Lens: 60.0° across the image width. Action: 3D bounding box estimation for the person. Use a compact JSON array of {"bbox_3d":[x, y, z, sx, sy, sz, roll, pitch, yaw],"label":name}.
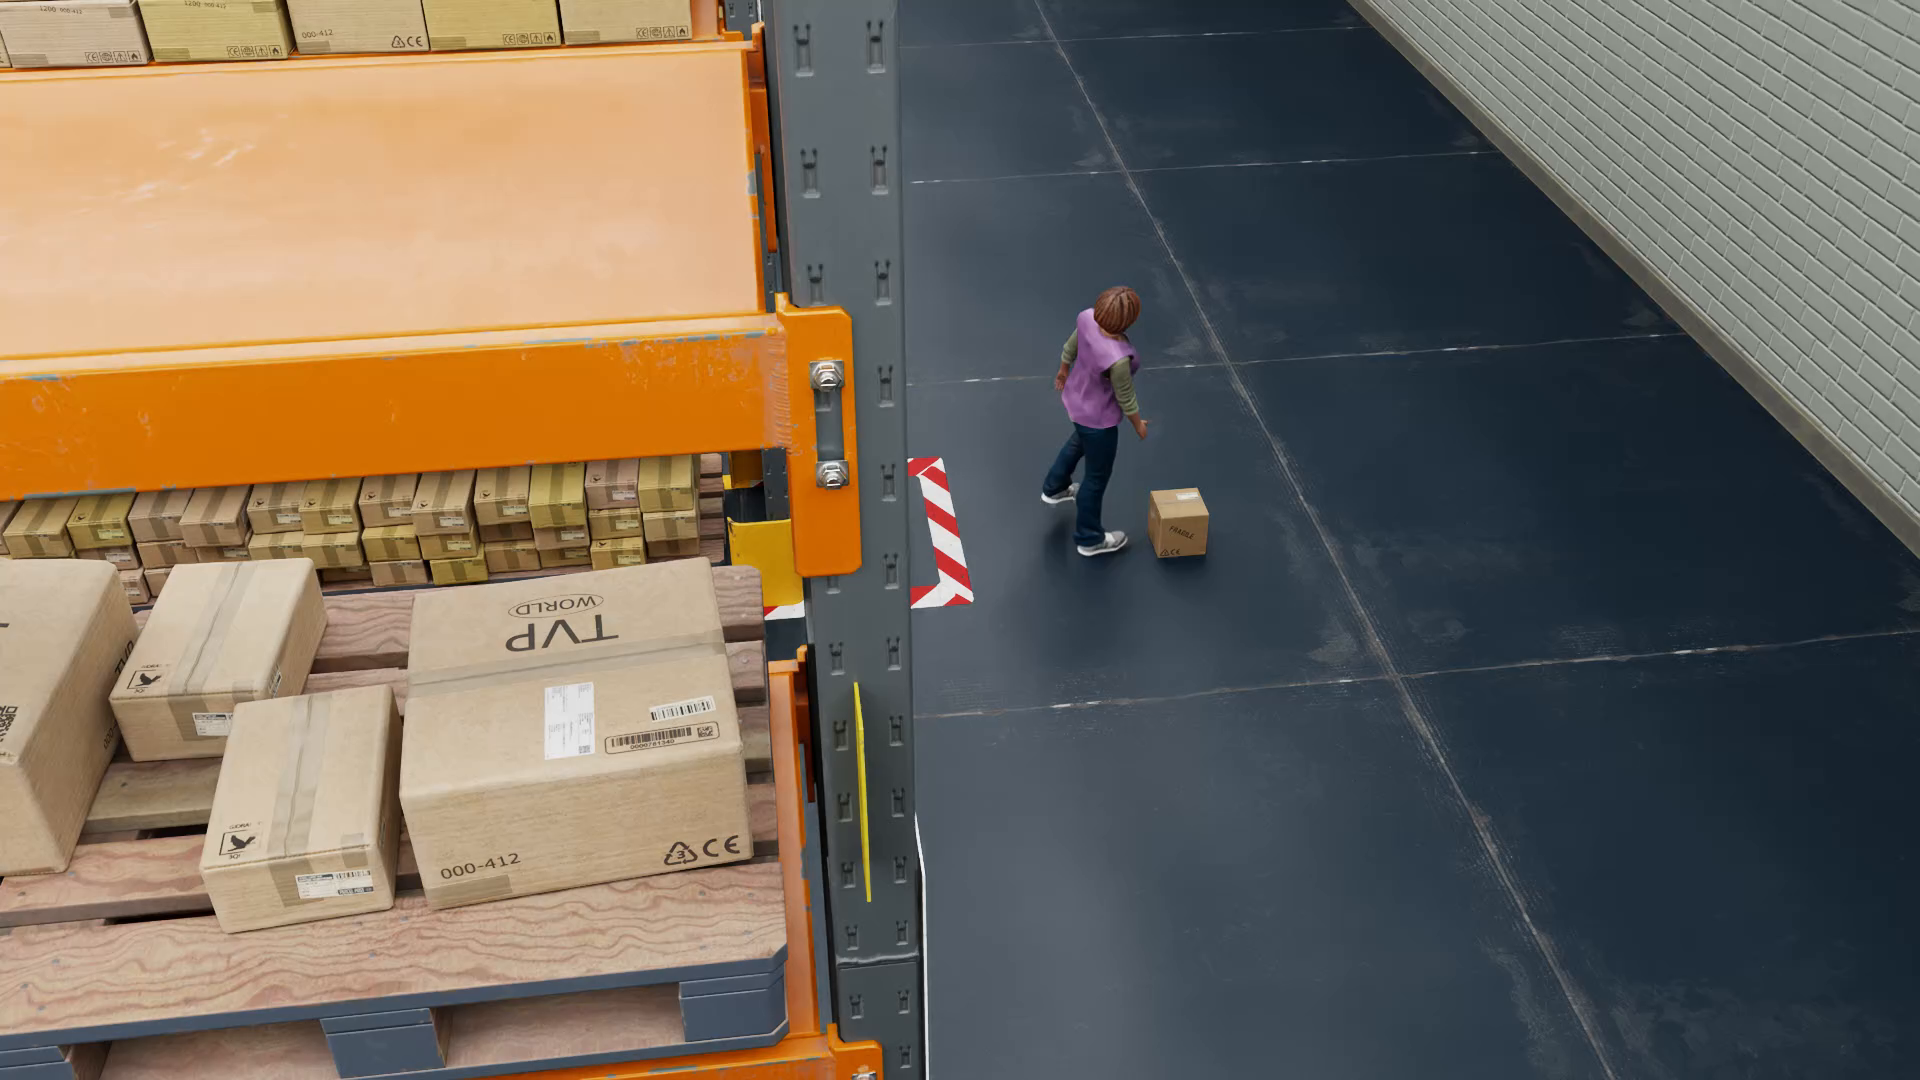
[{"bbox_3d":[0.688,-0.643,8.175,0.422,1.566,0.723,-8,36,-11],"label":"person"}]
